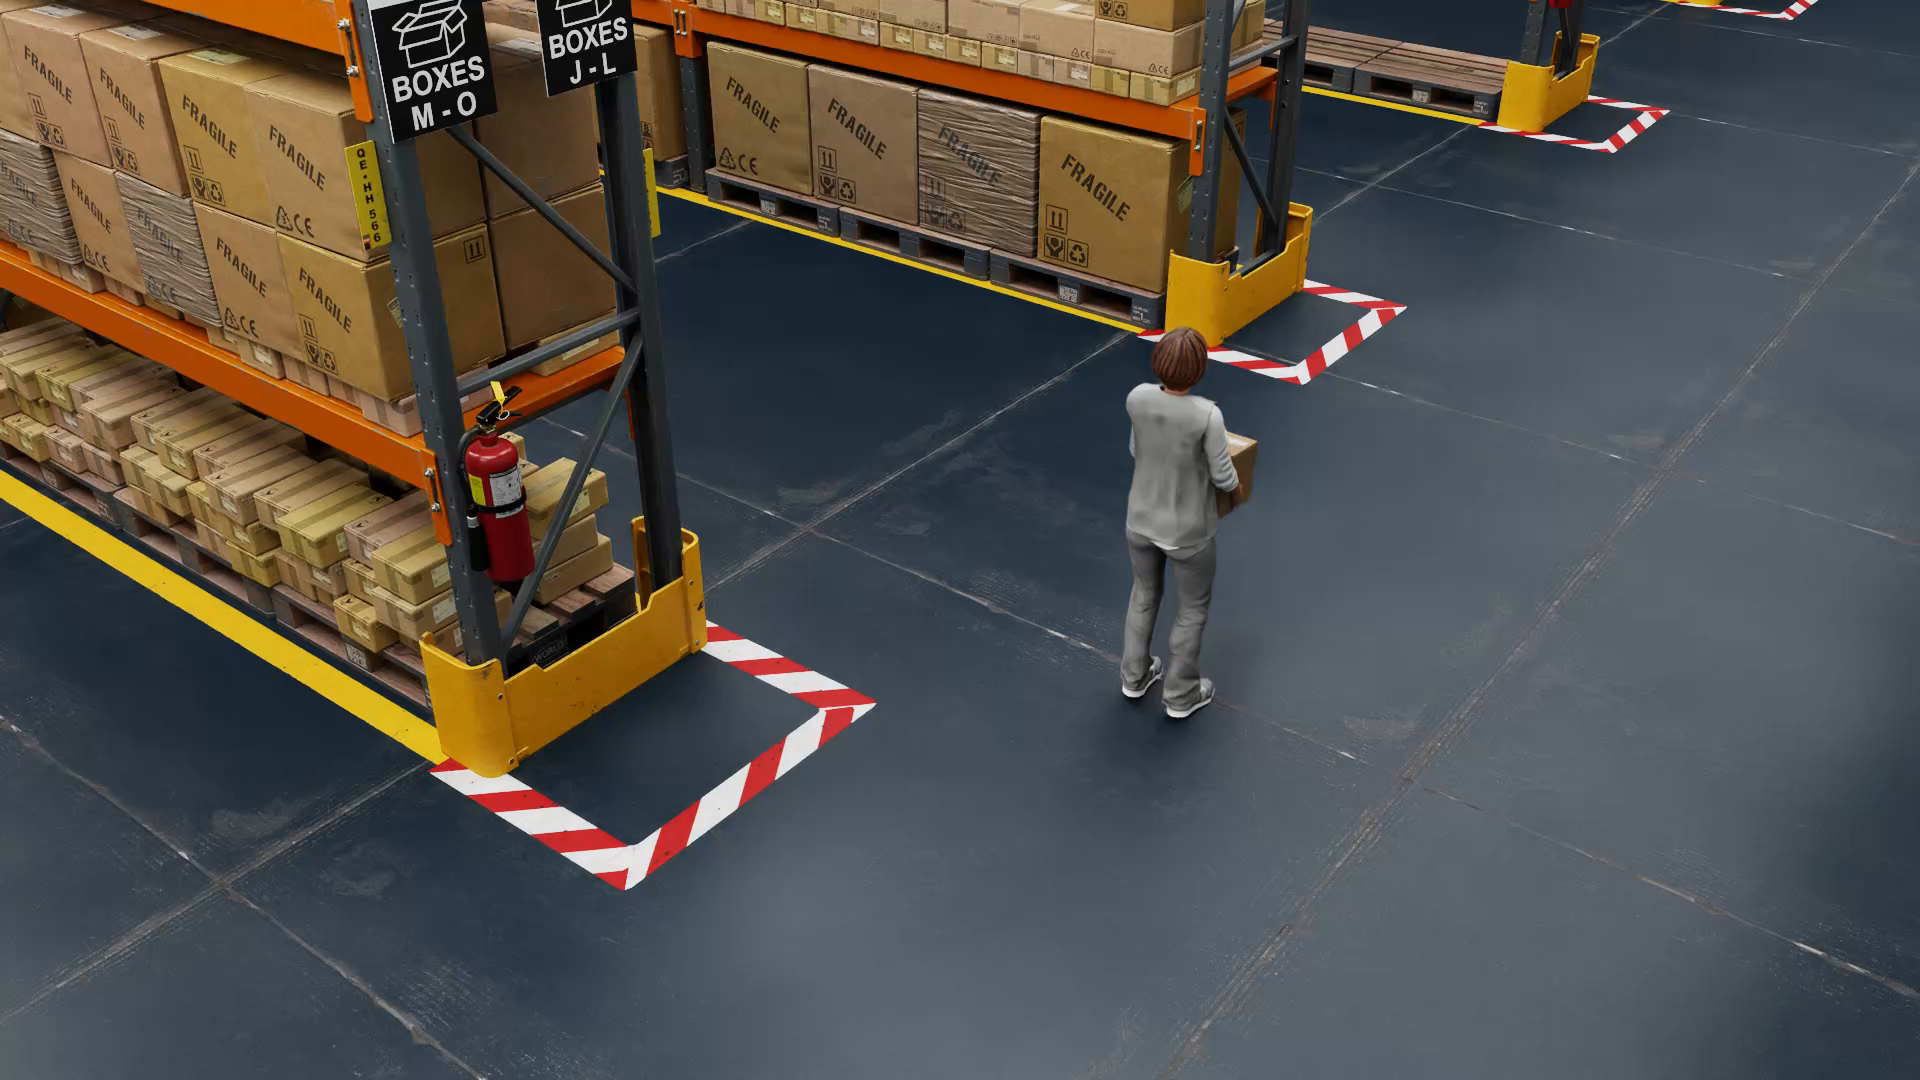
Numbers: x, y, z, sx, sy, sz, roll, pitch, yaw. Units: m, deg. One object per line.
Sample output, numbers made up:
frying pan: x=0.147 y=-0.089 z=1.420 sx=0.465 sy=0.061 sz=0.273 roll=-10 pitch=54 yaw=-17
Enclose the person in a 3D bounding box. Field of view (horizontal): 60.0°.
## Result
person: x=0.839 y=-0.088 z=6.280 sx=0.438 sy=1.602 sz=0.471 roll=21 pitch=37 yaw=31
